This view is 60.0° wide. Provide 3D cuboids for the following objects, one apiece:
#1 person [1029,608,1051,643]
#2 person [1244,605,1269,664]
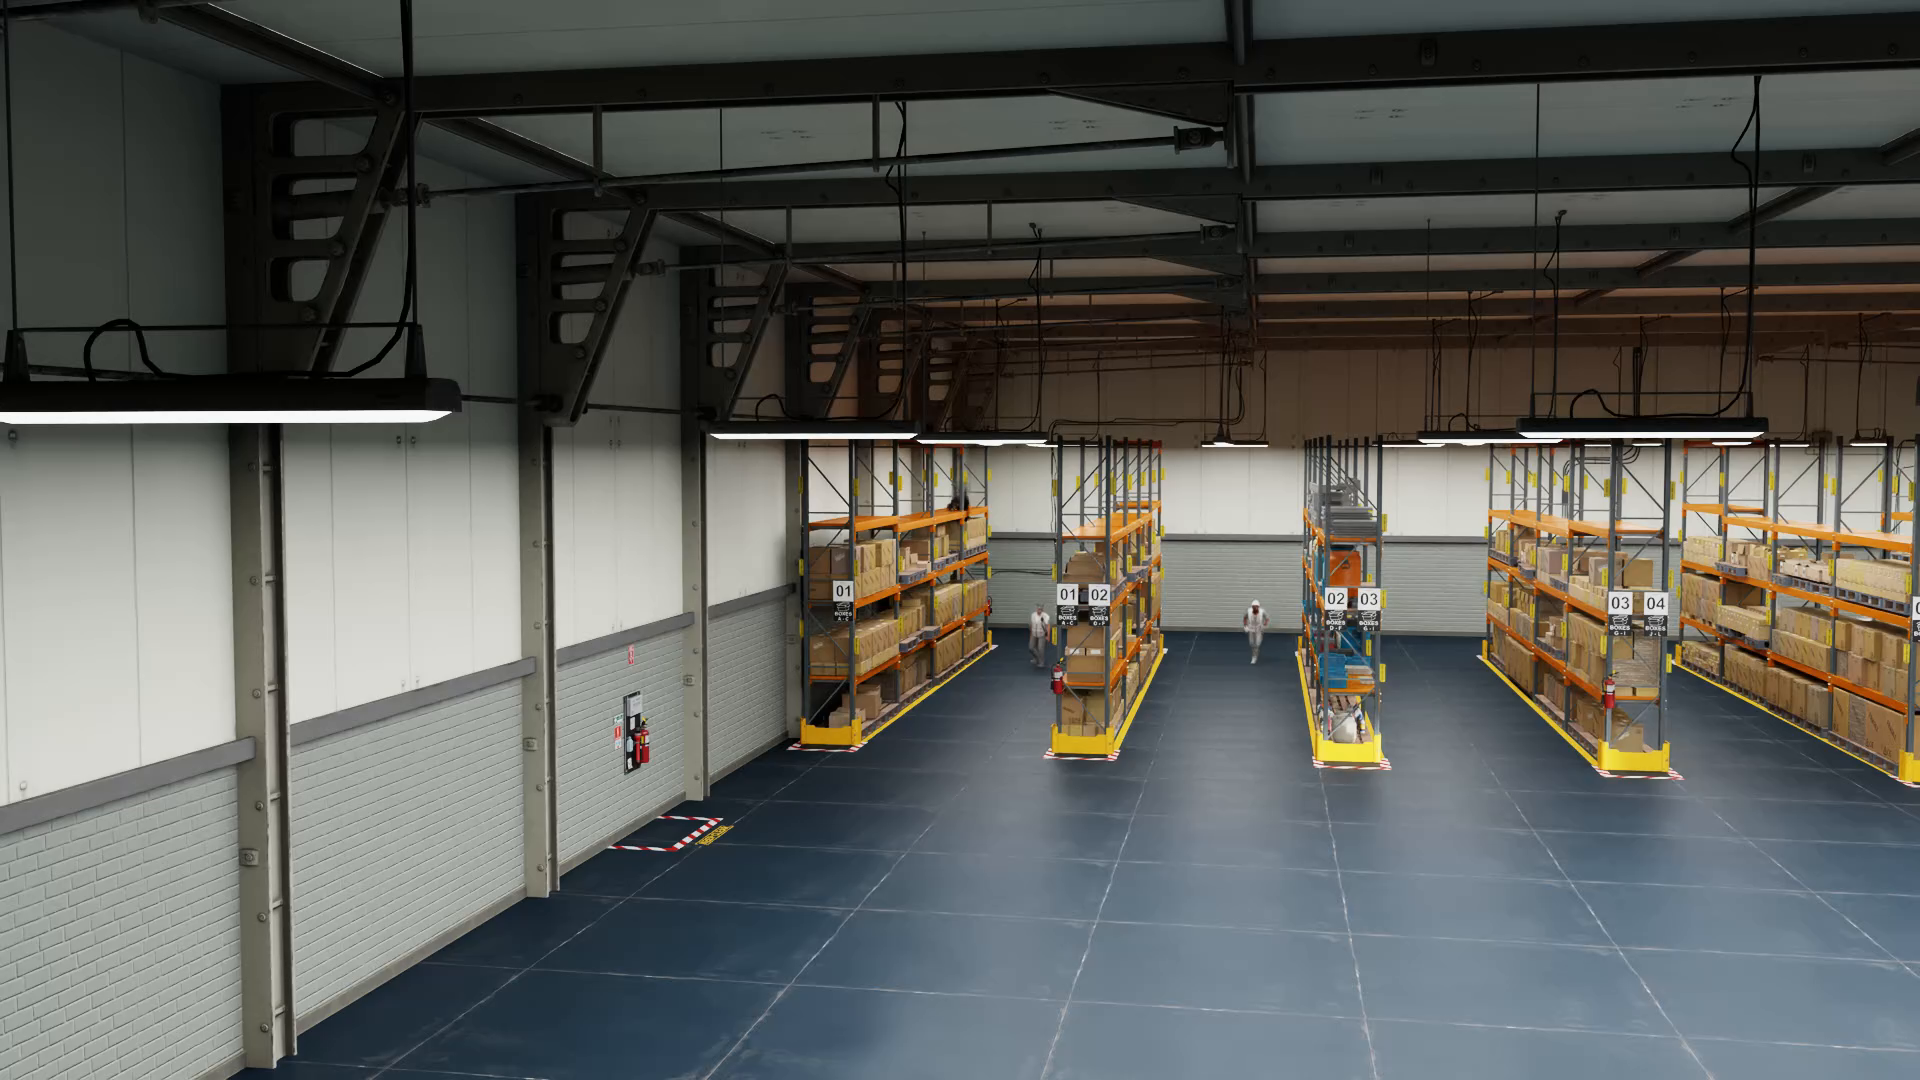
[{"bbox_3d":[2.085,2.184,43.763,0.724,1.017,0.431,2,3,28],"label":"person"},{"bbox_3d":[7.979,2.485,44.800,0.671,1.676,0.777,1,3,10],"label":"person"}]
